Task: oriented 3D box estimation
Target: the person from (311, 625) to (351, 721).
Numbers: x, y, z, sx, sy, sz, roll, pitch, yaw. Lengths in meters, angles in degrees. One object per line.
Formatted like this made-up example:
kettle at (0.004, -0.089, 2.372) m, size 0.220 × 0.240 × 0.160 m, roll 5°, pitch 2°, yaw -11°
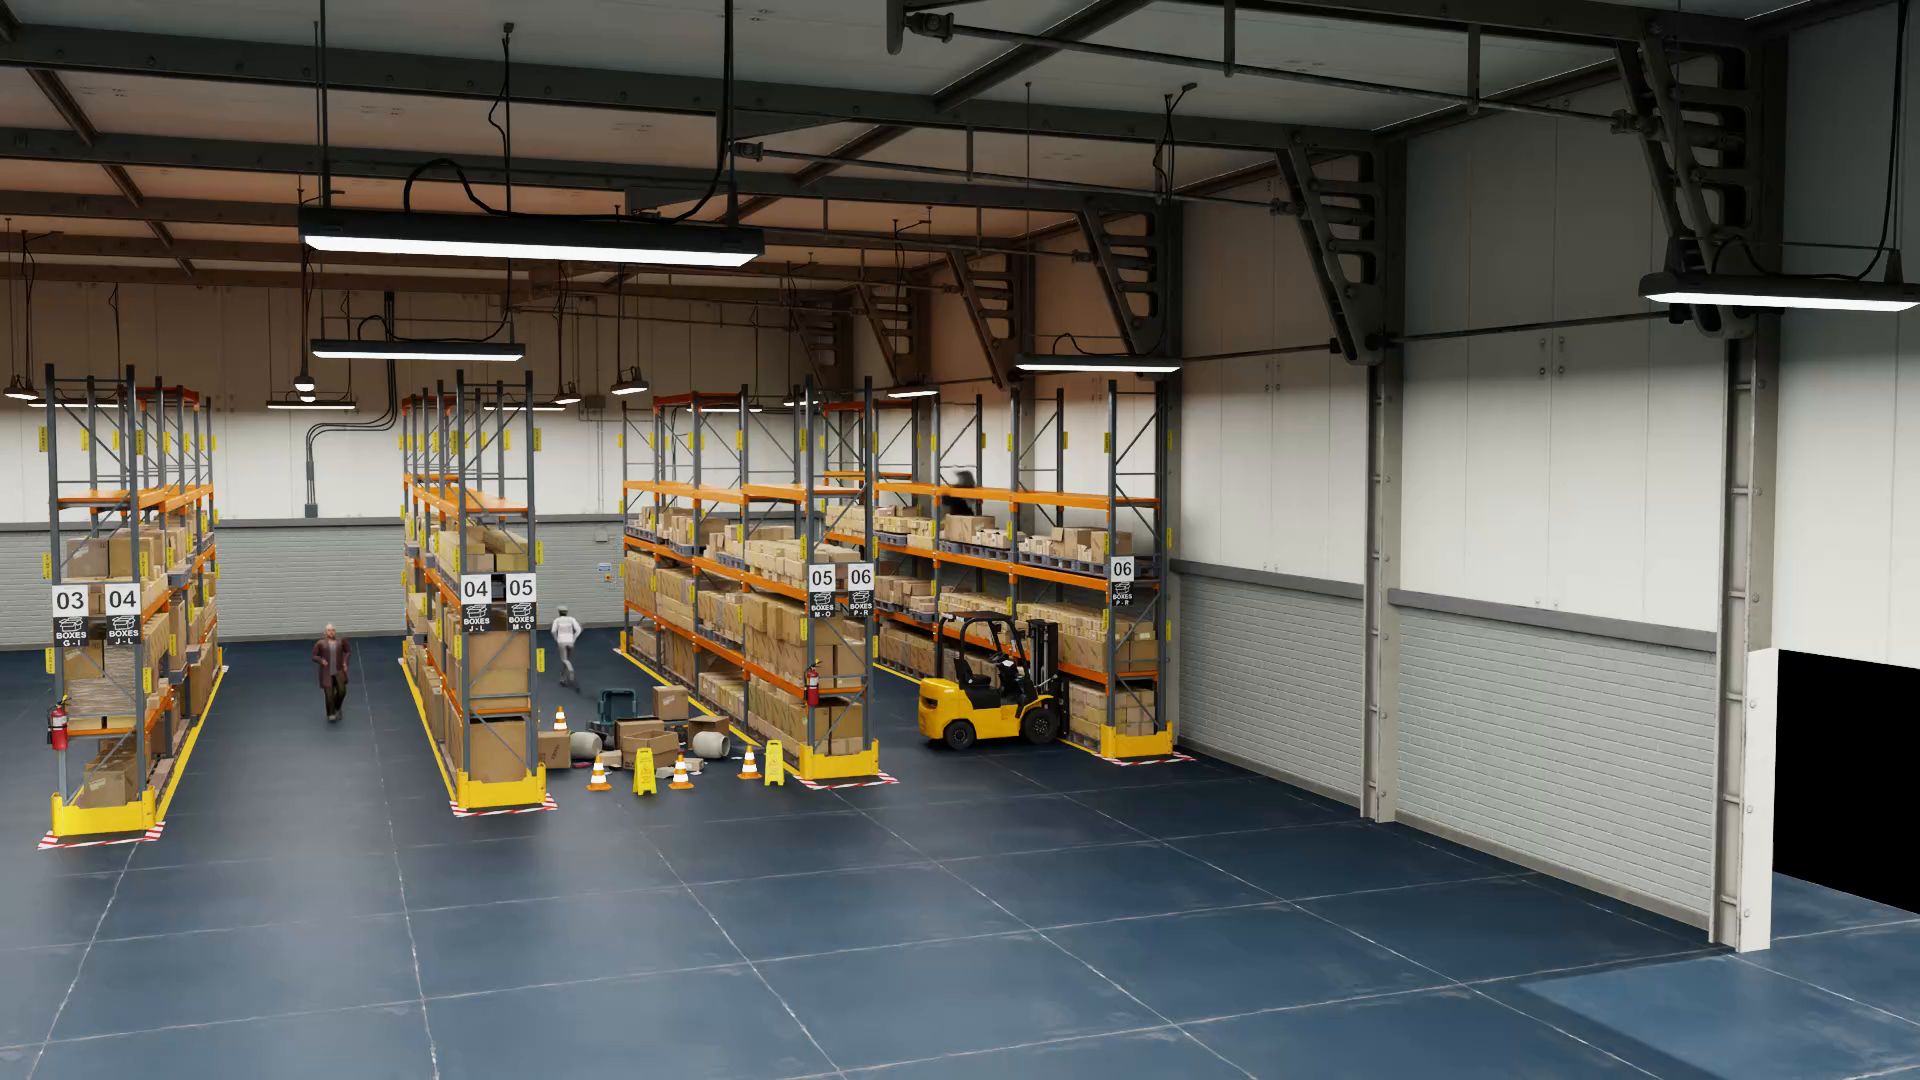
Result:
person at (-11.206, 2.384, 29.731) m, size 0.698 × 1.735 × 0.633 m, roll -2°, pitch 4°, yaw -29°

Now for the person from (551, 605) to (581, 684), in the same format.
person at (-8.099, 2.203, 34.271) m, size 0.620 × 1.668 × 0.854 m, roll -2°, pitch 4°, yaw -26°
